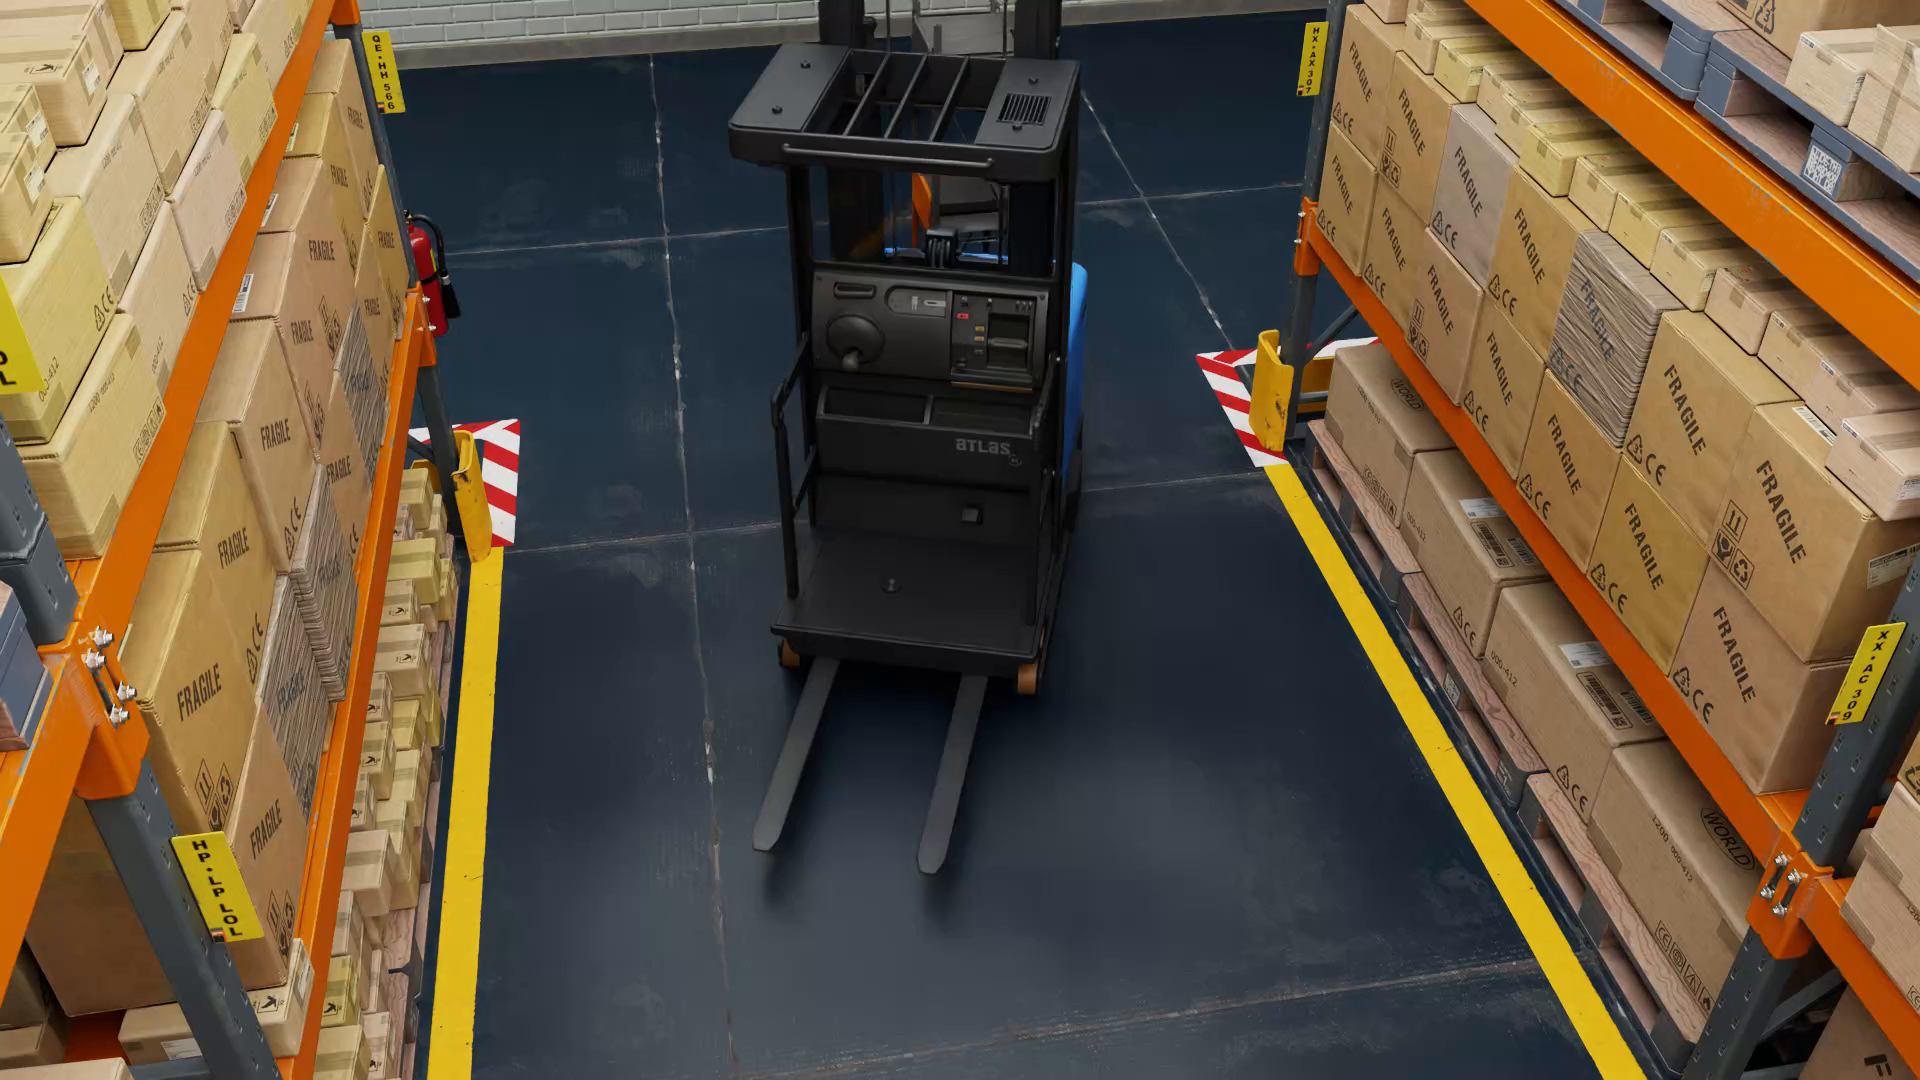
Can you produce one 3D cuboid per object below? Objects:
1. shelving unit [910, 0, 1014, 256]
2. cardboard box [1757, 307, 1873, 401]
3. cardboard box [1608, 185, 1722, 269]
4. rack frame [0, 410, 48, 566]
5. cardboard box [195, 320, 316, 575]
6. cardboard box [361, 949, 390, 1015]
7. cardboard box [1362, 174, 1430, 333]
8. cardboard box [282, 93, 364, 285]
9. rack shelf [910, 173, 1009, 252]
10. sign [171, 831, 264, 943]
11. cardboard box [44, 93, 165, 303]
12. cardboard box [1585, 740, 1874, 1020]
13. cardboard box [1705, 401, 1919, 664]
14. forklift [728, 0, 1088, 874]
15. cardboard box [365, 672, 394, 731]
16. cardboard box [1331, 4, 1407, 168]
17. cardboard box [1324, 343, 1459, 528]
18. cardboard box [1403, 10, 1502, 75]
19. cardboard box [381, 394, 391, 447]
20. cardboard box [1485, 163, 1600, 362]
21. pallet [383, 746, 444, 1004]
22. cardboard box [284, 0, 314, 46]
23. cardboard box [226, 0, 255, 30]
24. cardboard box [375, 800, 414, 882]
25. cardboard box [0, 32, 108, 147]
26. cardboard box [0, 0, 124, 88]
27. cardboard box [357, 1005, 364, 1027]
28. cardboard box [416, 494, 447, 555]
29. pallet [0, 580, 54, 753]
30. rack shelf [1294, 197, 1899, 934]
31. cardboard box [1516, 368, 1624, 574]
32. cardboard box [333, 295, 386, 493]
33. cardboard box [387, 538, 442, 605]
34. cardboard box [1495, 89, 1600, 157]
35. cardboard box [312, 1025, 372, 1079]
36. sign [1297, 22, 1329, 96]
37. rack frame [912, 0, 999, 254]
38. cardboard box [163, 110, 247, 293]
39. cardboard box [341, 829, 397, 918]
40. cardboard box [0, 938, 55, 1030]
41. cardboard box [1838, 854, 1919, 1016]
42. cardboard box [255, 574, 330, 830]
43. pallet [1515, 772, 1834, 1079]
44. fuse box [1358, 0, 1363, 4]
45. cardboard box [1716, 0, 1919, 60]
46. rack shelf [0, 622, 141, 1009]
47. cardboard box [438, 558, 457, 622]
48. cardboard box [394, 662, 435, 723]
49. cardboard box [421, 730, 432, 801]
[{"bbox_3d":[0.012,-1.559,8.039,0.431,2.100,0.503,-6,38,-10],"label":"shelving unit"},{"bbox_3d":[2.439,-0.519,4.548,0.380,0.149,0.250,-6,38,-8],"label":"cardboard box"},{"bbox_3d":[2.251,-0.975,5.135,0.380,0.149,0.250,-7,38,-9],"label":"cardboard box"},{"bbox_3d":[-2.076,-1.130,1.869,1.000,3.000,0.127,-6,38,-8],"label":"rack frame"},{"bbox_3d":[-2.078,-0.230,4.462,0.500,0.500,0.500,-6,38,-7],"label":"cardboard box"},{"bbox_3d":[-2.058,1.492,5.366,0.380,0.149,0.250,-7,38,-9],"label":"cardboard box"},{"bbox_3d":[1.996,-1.186,6.750,0.500,0.500,0.500,-7,38,-9],"label":"cardboard box"},{"bbox_3d":[-2.363,-1.173,5.675,0.500,0.500,0.500,-7,38,-9],"label":"cardboard box"},{"bbox_3d":[0.012,-1.549,8.047,0.431,0.518,0.480,-6,38,-10],"label":"rack shelf"},{"bbox_3d":[-1.530,0.720,3.434,0.100,0.325,0.005,-6,38,-8],"label":"sign"},{"bbox_3d":[-2.006,-0.701,3.478,0.500,0.250,0.500,-6,38,-8],"label":"cardboard box"},{"bbox_3d":[2.776,1.101,5.634,0.875,0.438,0.875,-7,38,-9],"label":"cardboard box"},{"bbox_3d":[2.426,-0.044,4.465,0.500,0.500,0.500,-7,38,-8],"label":"cardboard box"},{"bbox_3d":[-0.156,-0.753,6.330,1.130,2.935,3.031,6,38,8],"label":"forklift"},{"bbox_3d":[-2.255,0.632,5.988,0.380,0.149,0.250,-7,38,-9],"label":"cardboard box"},{"bbox_3d":[1.883,-1.884,6.833,0.500,0.500,0.500,-7,38,-9],"label":"cardboard box"},{"bbox_3d":[2.293,-0.536,7.741,0.875,0.438,0.875,-7,38,-9],"label":"cardboard box"},{"bbox_3d":[1.917,-1.896,6.321,0.380,0.149,0.250,-5,38,-7],"label":"cardboard box"},{"bbox_3d":[-2.308,-0.455,6.096,0.380,0.149,0.250,-5,38,-7],"label":"cardboard box"},{"bbox_3d":[2.166,-0.961,5.646,0.500,0.500,0.500,-6,38,-8],"label":"cardboard box"},{"bbox_3d":[-2.445,1.200,6.033,1.003,0.211,1.213,-6,38,-8],"label":"pallet"},{"bbox_3d":[-2.340,-1.748,5.233,0.500,0.250,0.500,-6,38,-8],"label":"cardboard box"},{"bbox_3d":[-2.267,-1.630,4.673,0.500,0.250,0.500,-6,38,-7],"label":"cardboard box"},{"bbox_3d":[-2.086,1.051,5.691,0.380,0.149,0.250,-7,38,-8],"label":"cardboard box"},{"bbox_3d":[-2.003,-0.918,3.431,0.380,0.149,0.250,-7,38,-9],"label":"cardboard box"},{"bbox_3d":[-2.069,-1.072,3.629,0.380,0.149,0.250,-7,38,-9],"label":"cardboard box"},{"bbox_3d":[-2.035,1.542,5.059,0.380,0.149,0.250,-6,38,-8],"label":"cardboard box"},{"bbox_3d":[-2.403,-0.046,7.103,0.380,0.149,0.250,-7,38,-9],"label":"cardboard box"},{"bbox_3d":[-2.072,0.513,2.352,1.213,0.211,1.003,-6,38,-8],"label":"pallet"},{"bbox_3d":[2.430,-0.278,6.249,1.077,0.370,4.000,-6,38,-8],"label":"rack shelf"},{"bbox_3d":[2.249,-0.258,5.556,0.500,0.500,0.500,-7,38,-9],"label":"cardboard box"},{"bbox_3d":[-2.261,-0.473,5.590,0.500,0.500,0.500,-6,38,-8],"label":"cardboard box"},{"bbox_3d":[-2.276,0.142,6.619,0.380,0.149,0.250,-7,38,-9],"label":"cardboard box"},{"bbox_3d":[2.082,-1.431,5.722,0.380,0.149,0.250,-6,38,-8],"label":"cardboard box"},{"bbox_3d":[-1.922,1.561,4.792,0.380,0.149,0.250,-4,38,-6],"label":"cardboard box"},{"bbox_3d":[1.531,-2.087,7.221,0.100,0.325,0.005,-6,38,-8],"label":"sign"},{"bbox_3d":[-0.038,-1.706,8.227,0.400,2.100,0.015,-6,38,-10],"label":"rack frame"},{"bbox_3d":[-2.066,-0.812,4.028,0.500,0.250,0.500,-5,38,-6],"label":"cardboard box"},{"bbox_3d":[-2.047,1.096,5.390,0.380,0.149,0.250,-5,38,-7],"label":"cardboard box"},{"bbox_3d":[-2.438,0.821,3.925,0.500,0.500,0.500,-6,38,-8],"label":"cardboard box"},{"bbox_3d":[2.597,0.999,4.141,0.500,0.250,0.500,-7,38,-9],"label":"cardboard box"},{"bbox_3d":[-2.008,0.458,4.391,0.500,0.500,0.500,-6,38,-8],"label":"cardboard box"},{"bbox_3d":[2.724,1.279,5.931,1.003,0.211,1.213,-6,38,-8],"label":"pallet"},{"bbox_3d":[3.161,-4.802,12.537,0.539,1.711,0.414,-6,38,-8],"label":"fuse box"},{"bbox_3d":[2.512,-1.596,4.406,0.797,0.503,0.637,-3,38,-4],"label":"cardboard box"},{"bbox_3d":[-1.725,1.547,1.455,1.077,0.370,4.000,-6,38,-8],"label":"rack shelf"},{"bbox_3d":[-2.334,0.223,6.999,0.380,0.149,0.250,-5,38,-7],"label":"cardboard box"},{"bbox_3d":[-2.207,0.579,6.299,0.380,0.149,0.250,-6,38,-7],"label":"cardboard box"},{"bbox_3d":[-2.182,0.855,6.187,0.380,0.149,0.250,-6,38,-7],"label":"cardboard box"}]
